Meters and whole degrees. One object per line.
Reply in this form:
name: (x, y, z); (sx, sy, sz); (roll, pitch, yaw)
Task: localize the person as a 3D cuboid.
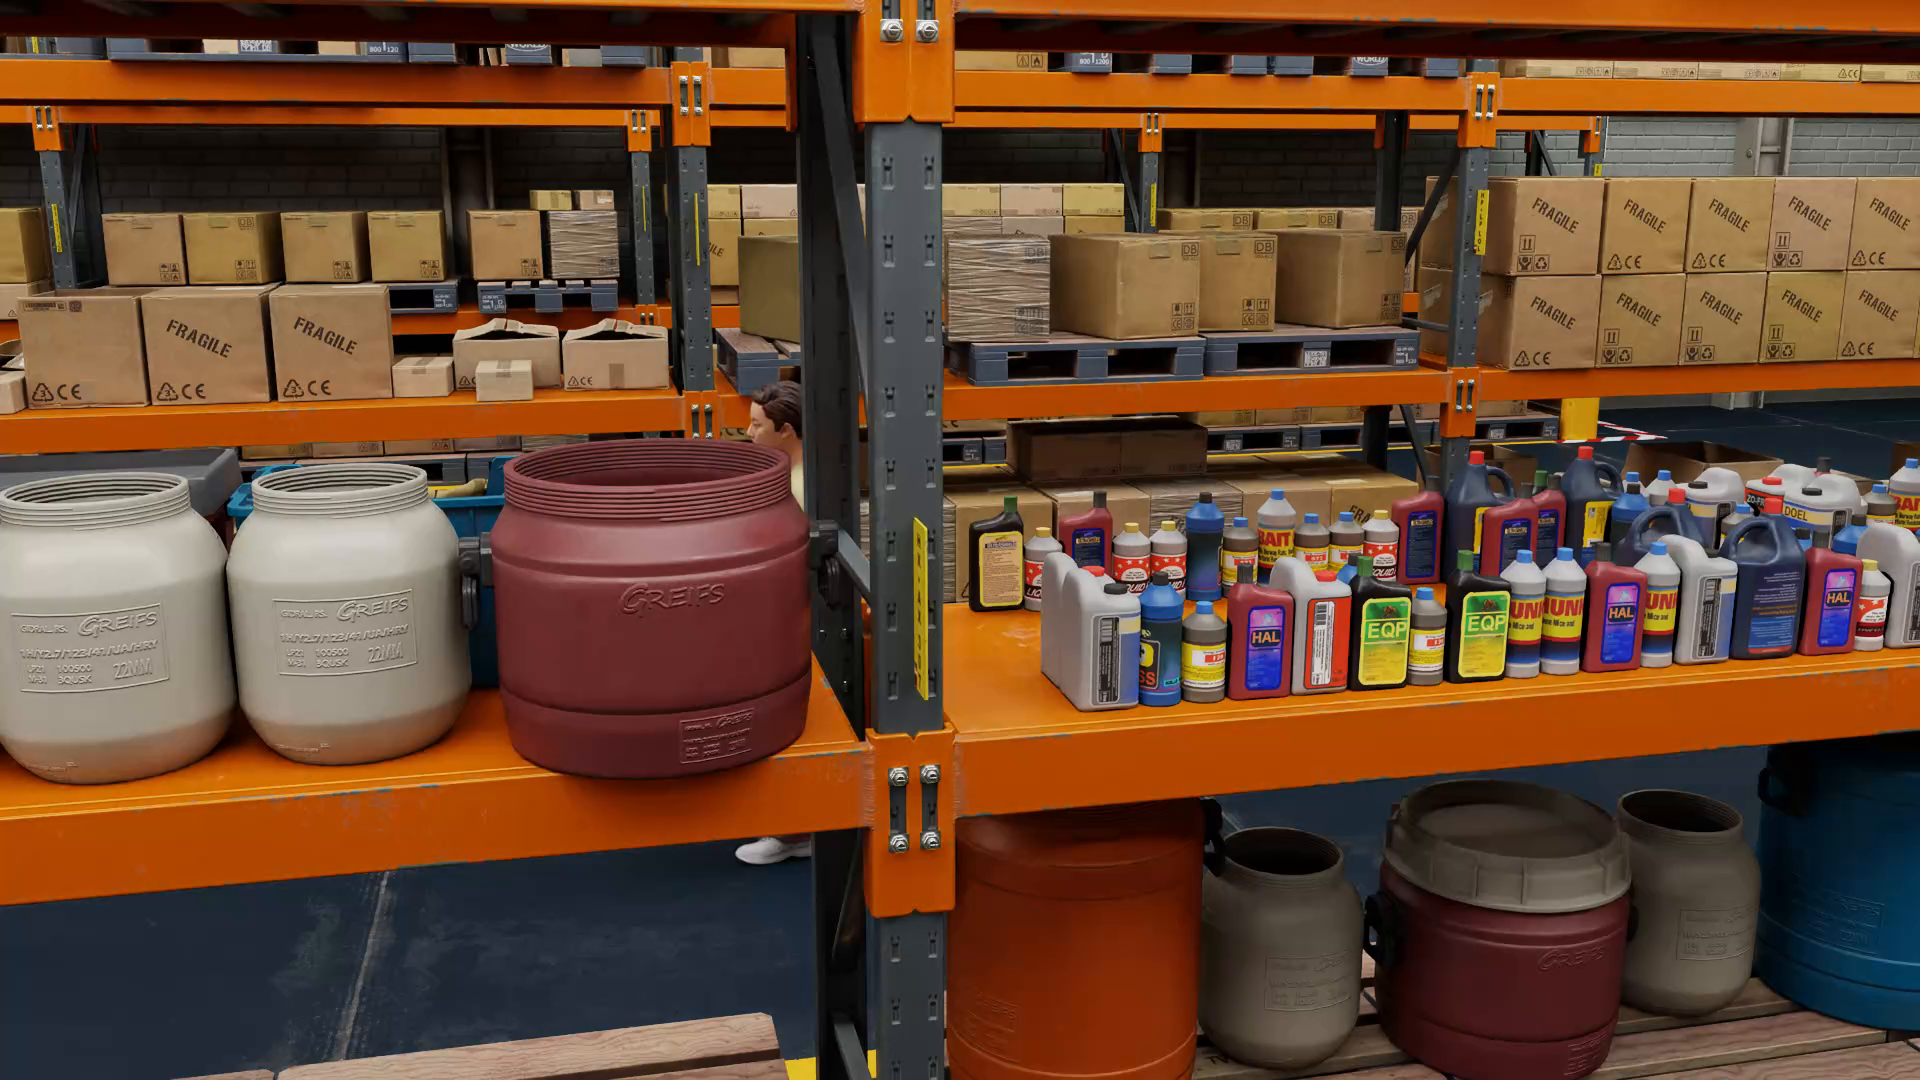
person: (-0.606, 0.280, 5.750); (0.414, 1.675, 0.484); (-3, 13, -15)
